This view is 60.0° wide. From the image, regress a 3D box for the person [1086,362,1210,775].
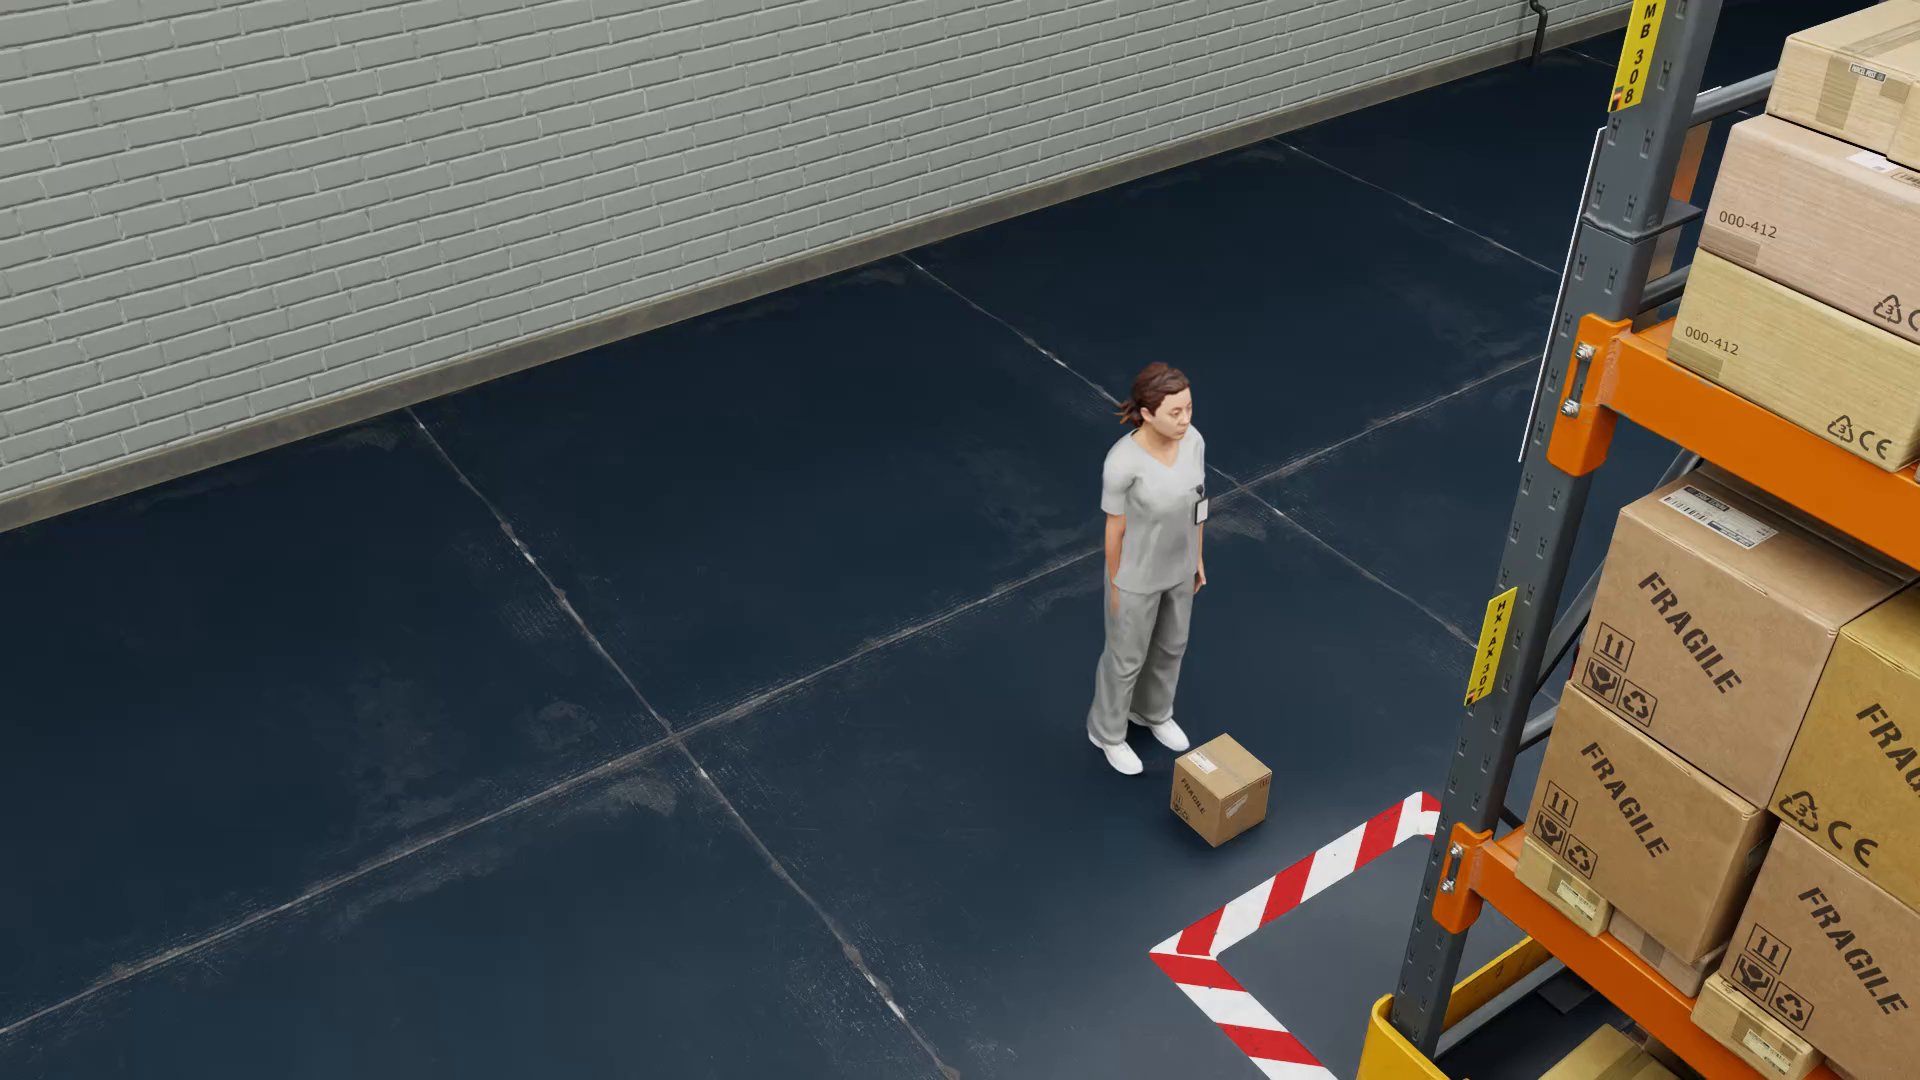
[{"bbox_3d":[0.686,0.109,6.014,0.437,1.677,0.359,-22,42,-26],"label":"person"}]
